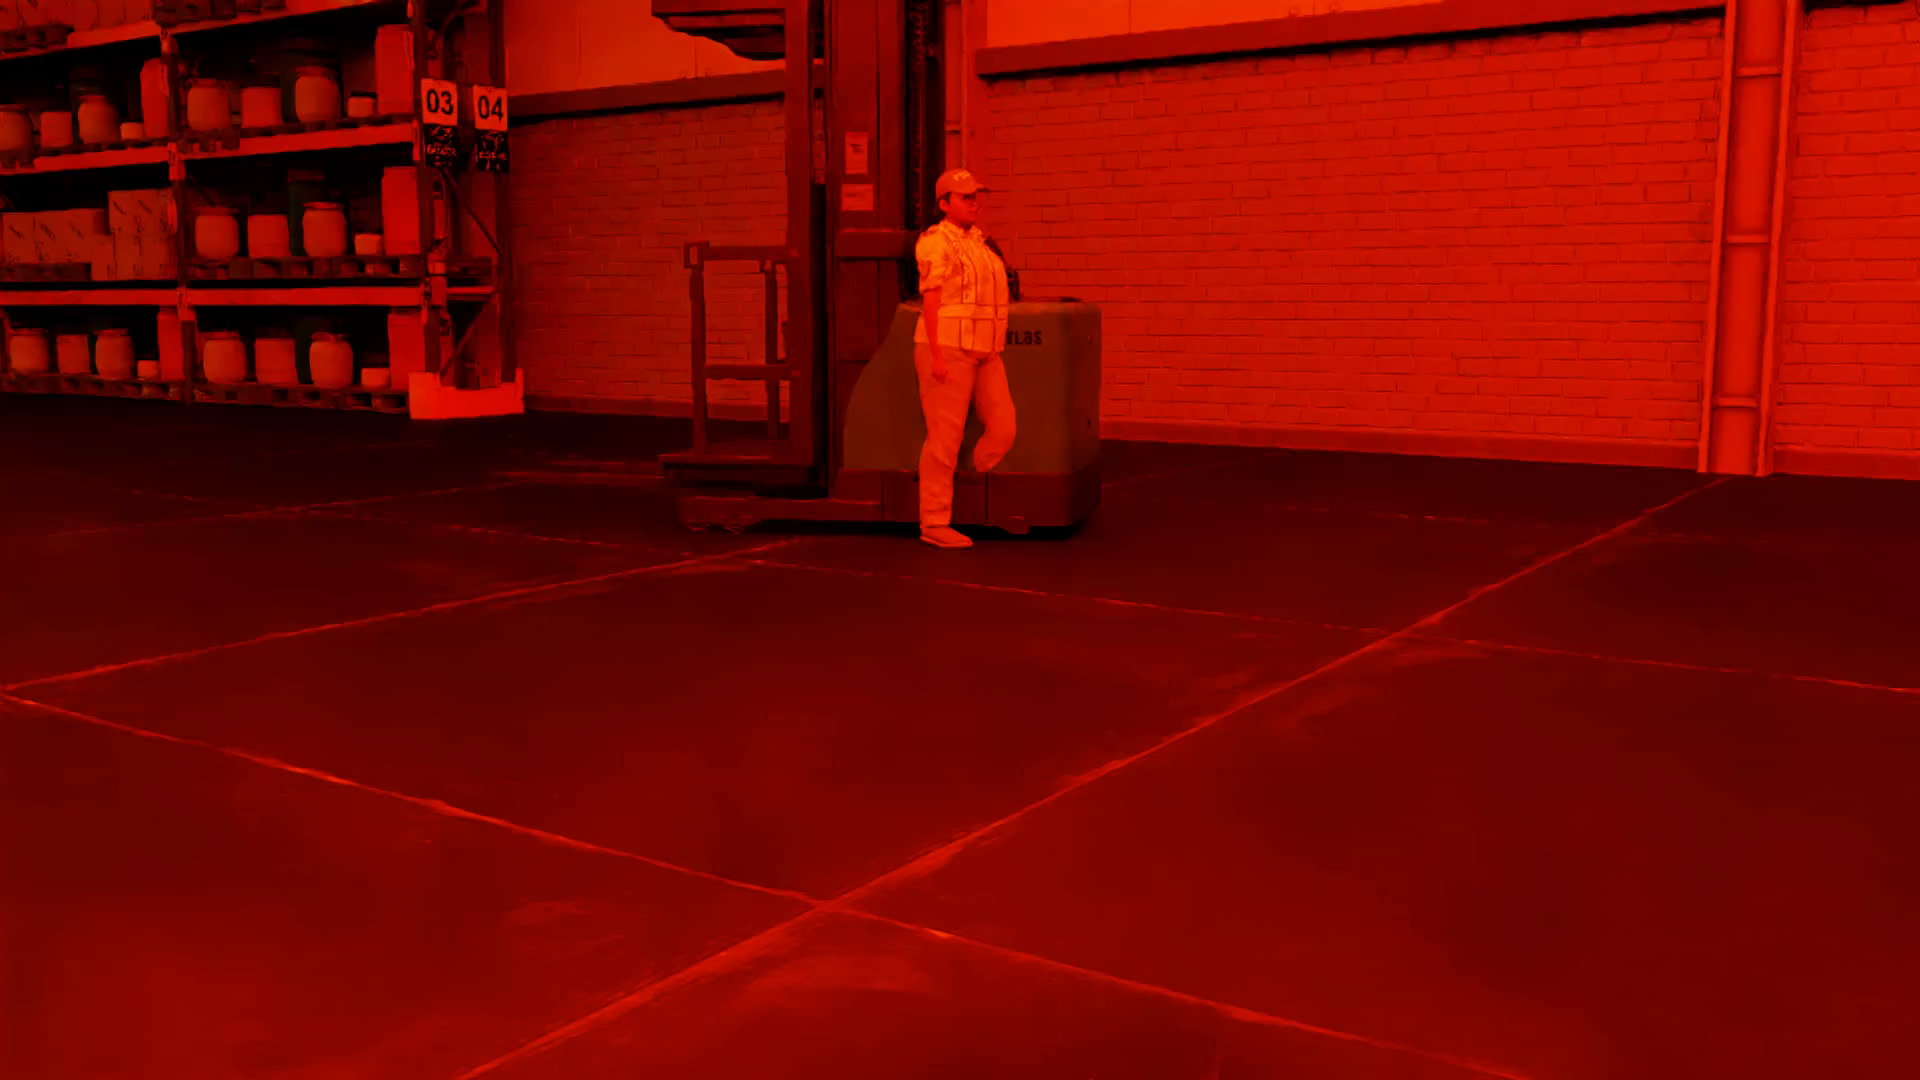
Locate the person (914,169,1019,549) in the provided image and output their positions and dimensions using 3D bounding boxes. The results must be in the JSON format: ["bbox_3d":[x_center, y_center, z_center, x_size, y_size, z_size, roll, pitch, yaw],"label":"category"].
[{"bbox_3d":[0.018,-0.818,7.467,0.407,1.666,0.482,5,10,34],"label":"person"}]

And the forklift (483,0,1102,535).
[{"bbox_3d":[-0.856,-1.560,8.162,3.031,2.935,1.130,2,8,14],"label":"forklift"}]
